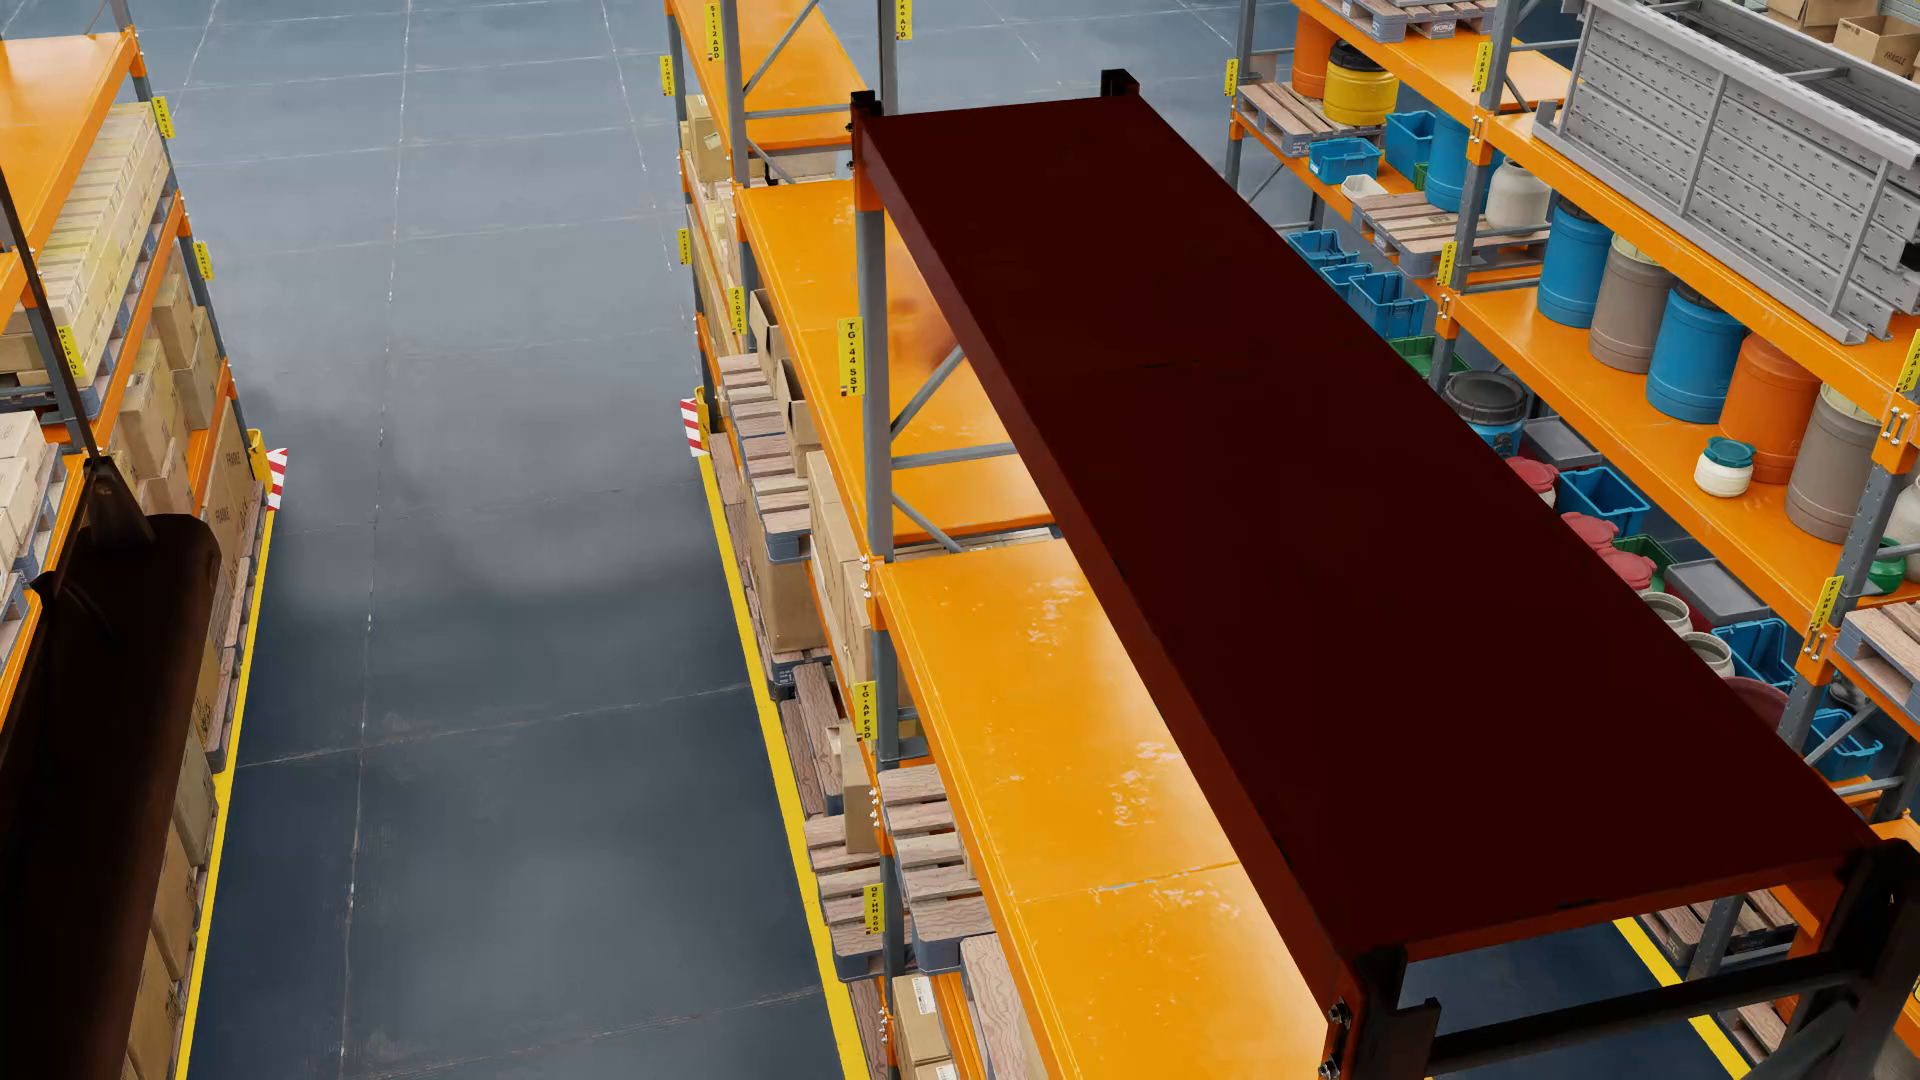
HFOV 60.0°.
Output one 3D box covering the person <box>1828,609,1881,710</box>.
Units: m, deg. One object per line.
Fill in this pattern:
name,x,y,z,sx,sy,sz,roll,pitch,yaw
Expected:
person,6.510,0.424,12.014,0.578,1.660,0.644,-16,38,-22
